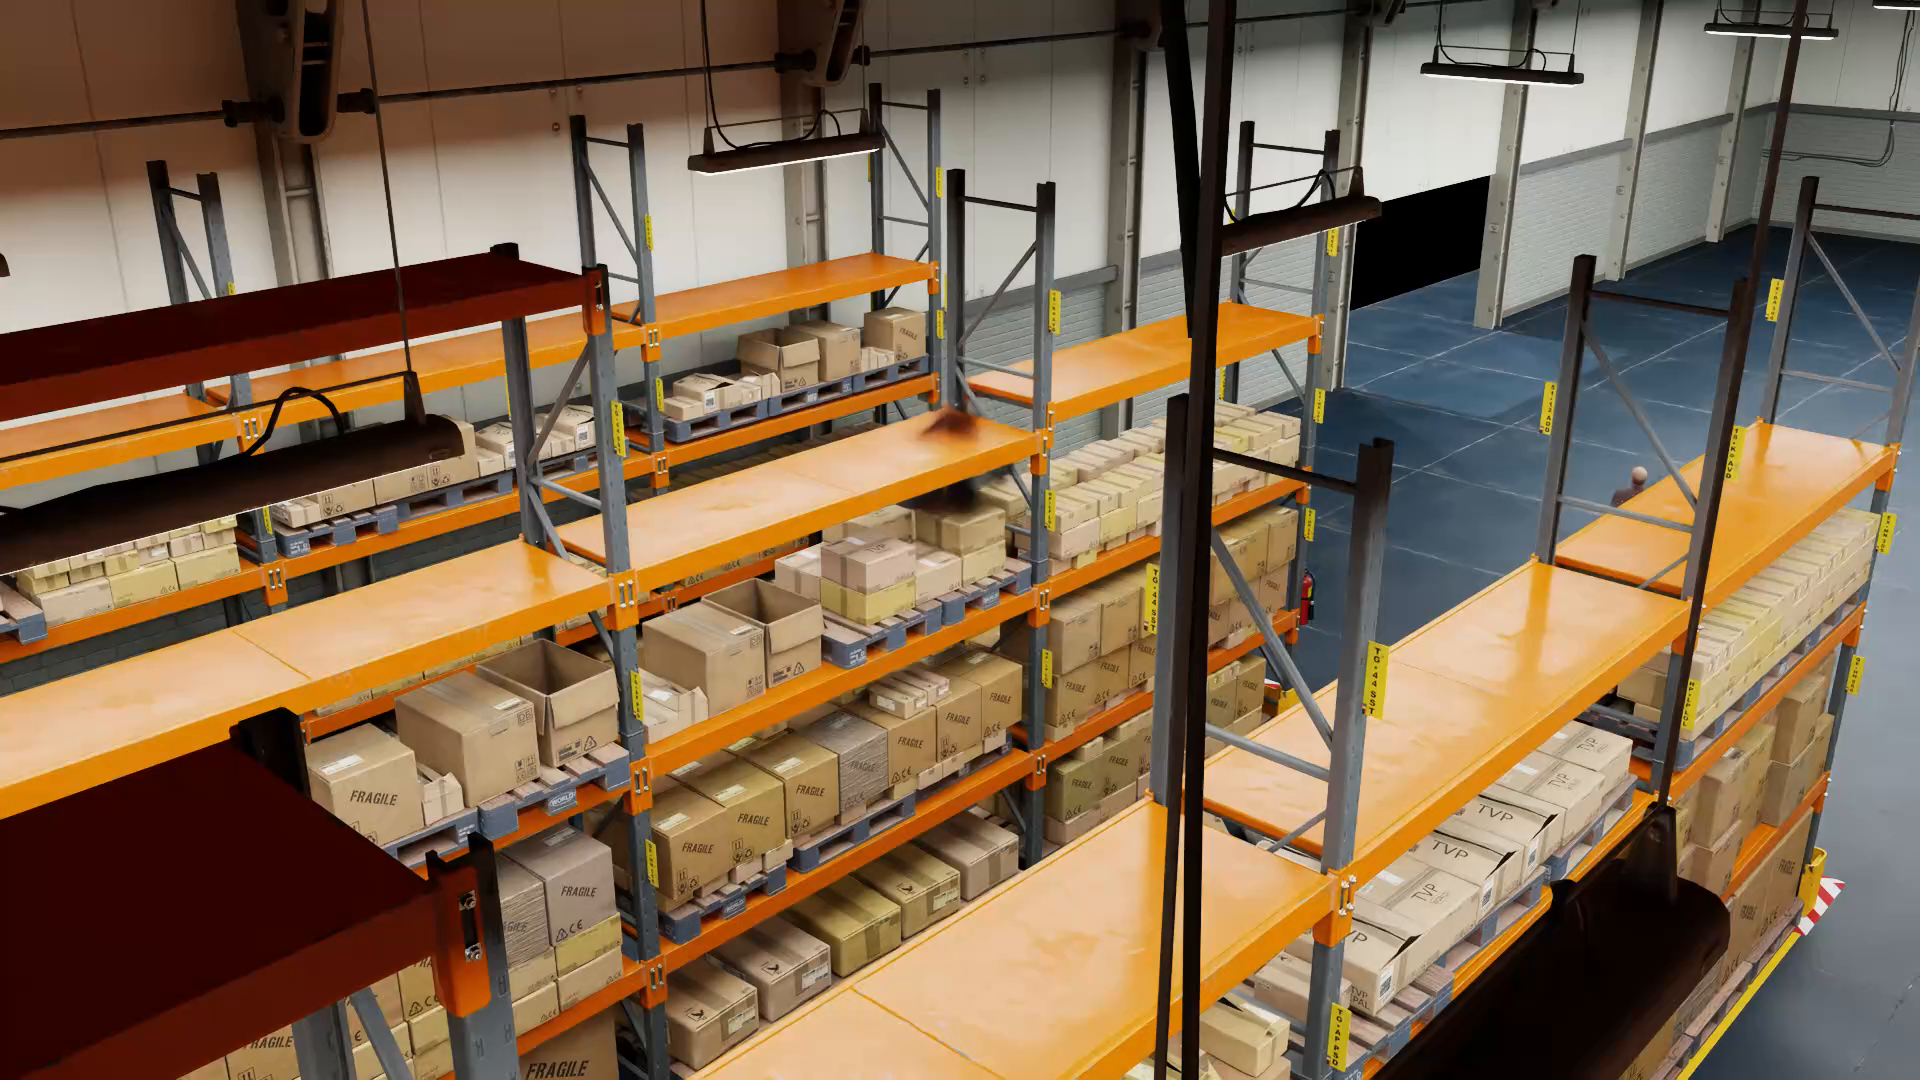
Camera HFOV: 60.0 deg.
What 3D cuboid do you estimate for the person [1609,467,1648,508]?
[{"bbox_3d":[7.944,-0.060,19.794,0.707,1.736,0.633,1,21,1],"label":"person"}]
